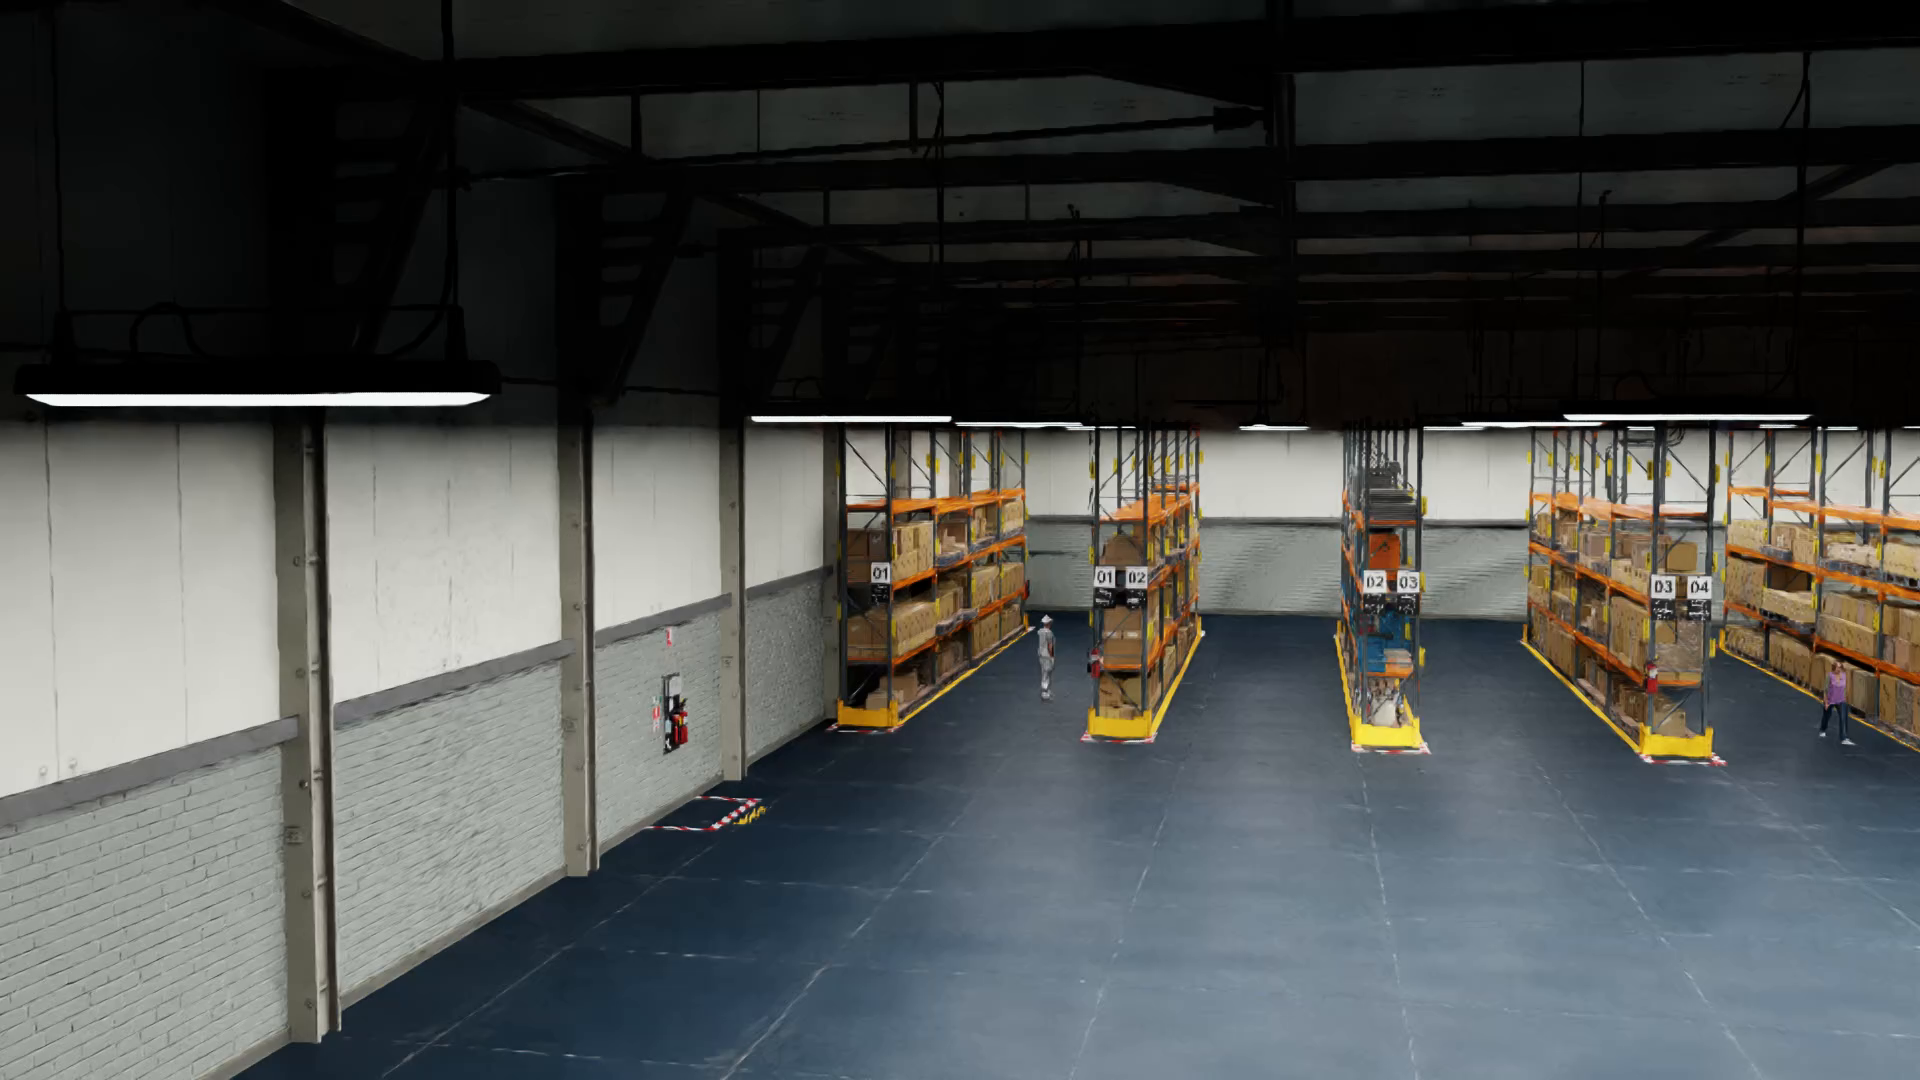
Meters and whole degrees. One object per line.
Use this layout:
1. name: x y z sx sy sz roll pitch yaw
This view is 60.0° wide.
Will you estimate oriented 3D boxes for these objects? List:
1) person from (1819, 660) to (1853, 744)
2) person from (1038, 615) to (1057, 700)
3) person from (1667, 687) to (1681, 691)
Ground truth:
1. person: 16.115 2.976 30.643 0.419 1.477 1.037 1 4 10
2. person: 1.898 2.499 35.600 0.443 1.787 0.600 -1 4 -19
3. person: 15.848 2.488 36.913 0.367 1.650 0.592 0 4 -1
